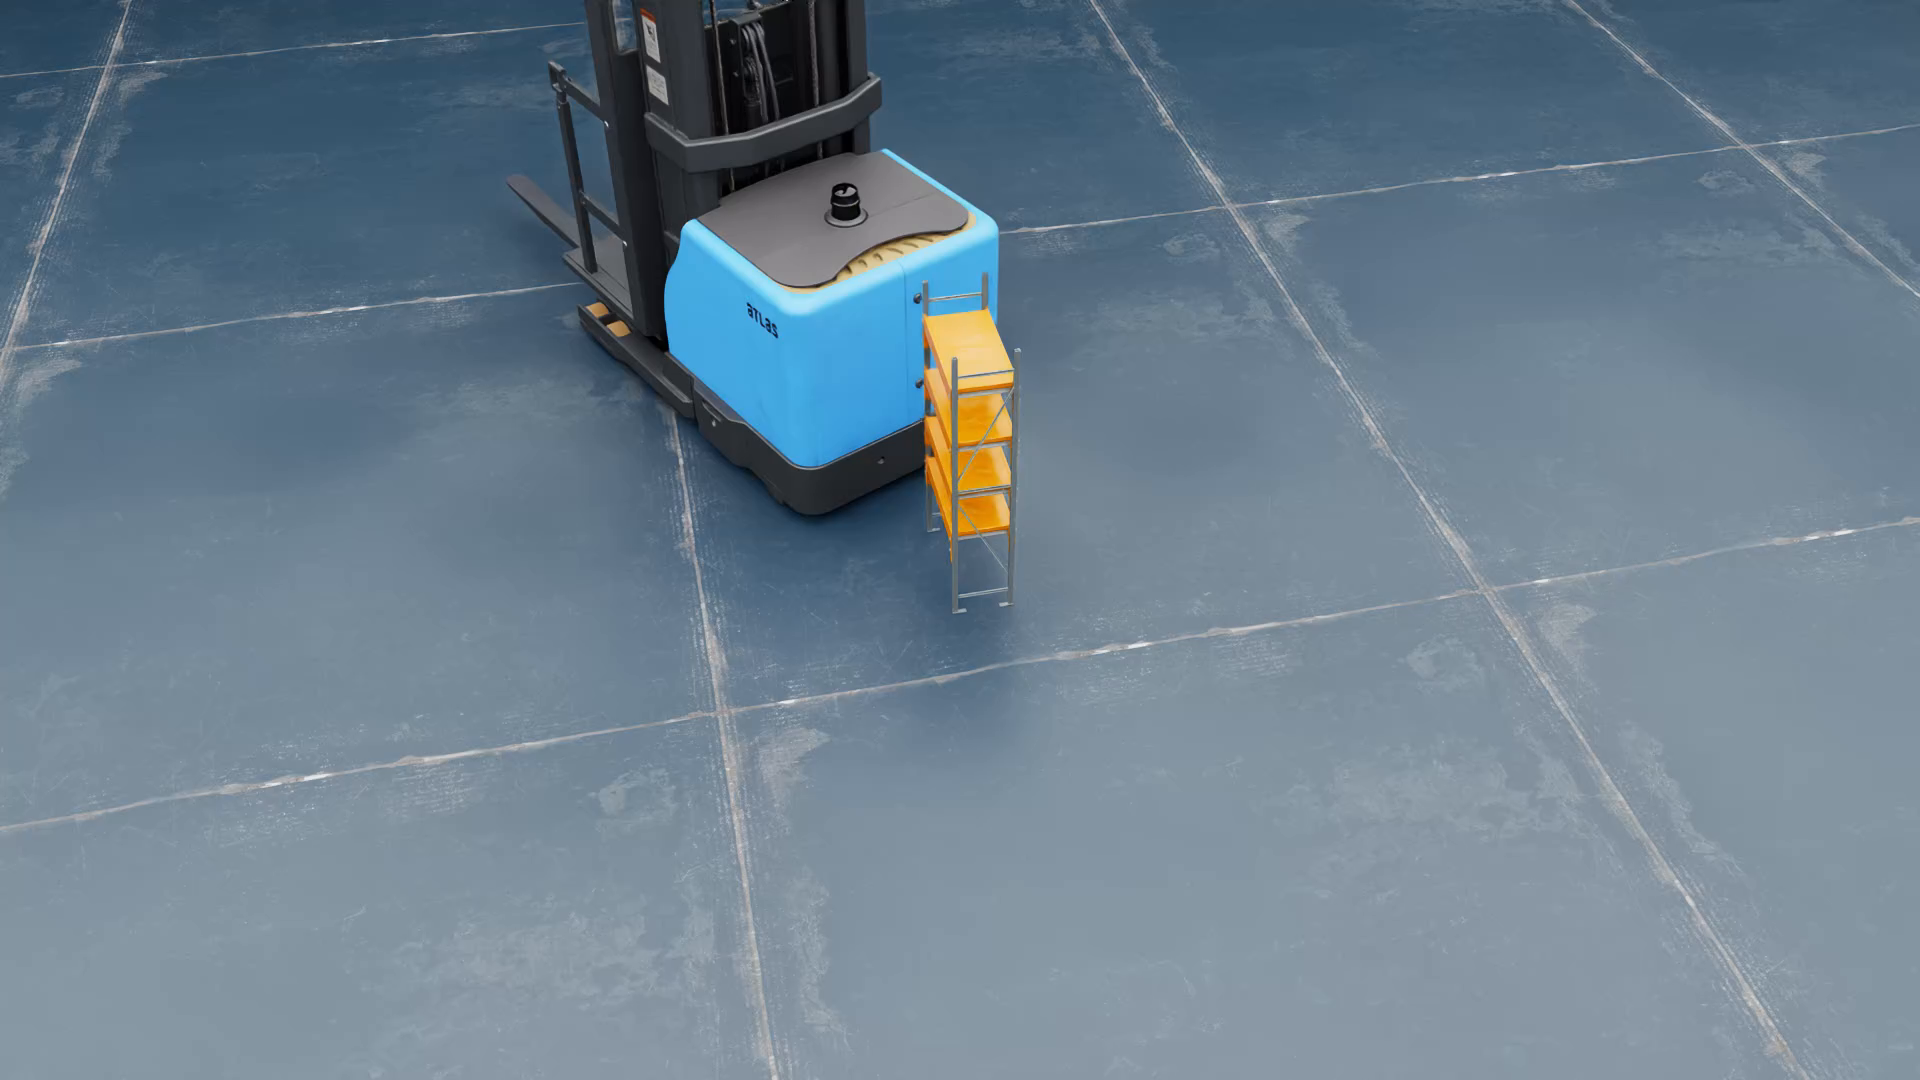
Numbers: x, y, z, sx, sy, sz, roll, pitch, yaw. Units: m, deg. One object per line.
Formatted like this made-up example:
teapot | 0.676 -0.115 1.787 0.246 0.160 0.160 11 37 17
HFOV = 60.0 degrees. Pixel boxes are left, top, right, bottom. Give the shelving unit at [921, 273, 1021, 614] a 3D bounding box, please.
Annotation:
shelving unit | 0.036 -0.341 6.231 0.258 1.200 0.503 -8 42 -9

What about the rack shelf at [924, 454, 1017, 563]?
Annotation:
rack shelf | 0.036 -0.143 6.407 0.258 0.148 0.480 -8 42 -9

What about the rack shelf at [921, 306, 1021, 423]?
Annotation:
rack shelf | 0.036 -0.635 5.970 0.258 0.148 0.480 -8 42 -9

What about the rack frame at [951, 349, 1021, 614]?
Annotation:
rack frame | 0.088 -0.183 6.053 0.240 1.200 0.015 -8 42 -9

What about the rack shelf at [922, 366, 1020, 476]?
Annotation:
rack shelf | 0.036 -0.458 6.127 0.258 0.148 0.480 -8 42 -9

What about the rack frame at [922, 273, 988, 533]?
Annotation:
rack frame | -0.017 -0.500 6.409 0.240 1.200 0.015 -8 42 -9

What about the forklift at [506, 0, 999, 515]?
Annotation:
forklift | -1.130 -2.122 6.932 1.130 2.935 3.031 -27 48 -27

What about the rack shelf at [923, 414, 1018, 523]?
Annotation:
rack shelf | 0.036 -0.291 6.275 0.258 0.148 0.480 -8 42 -9
